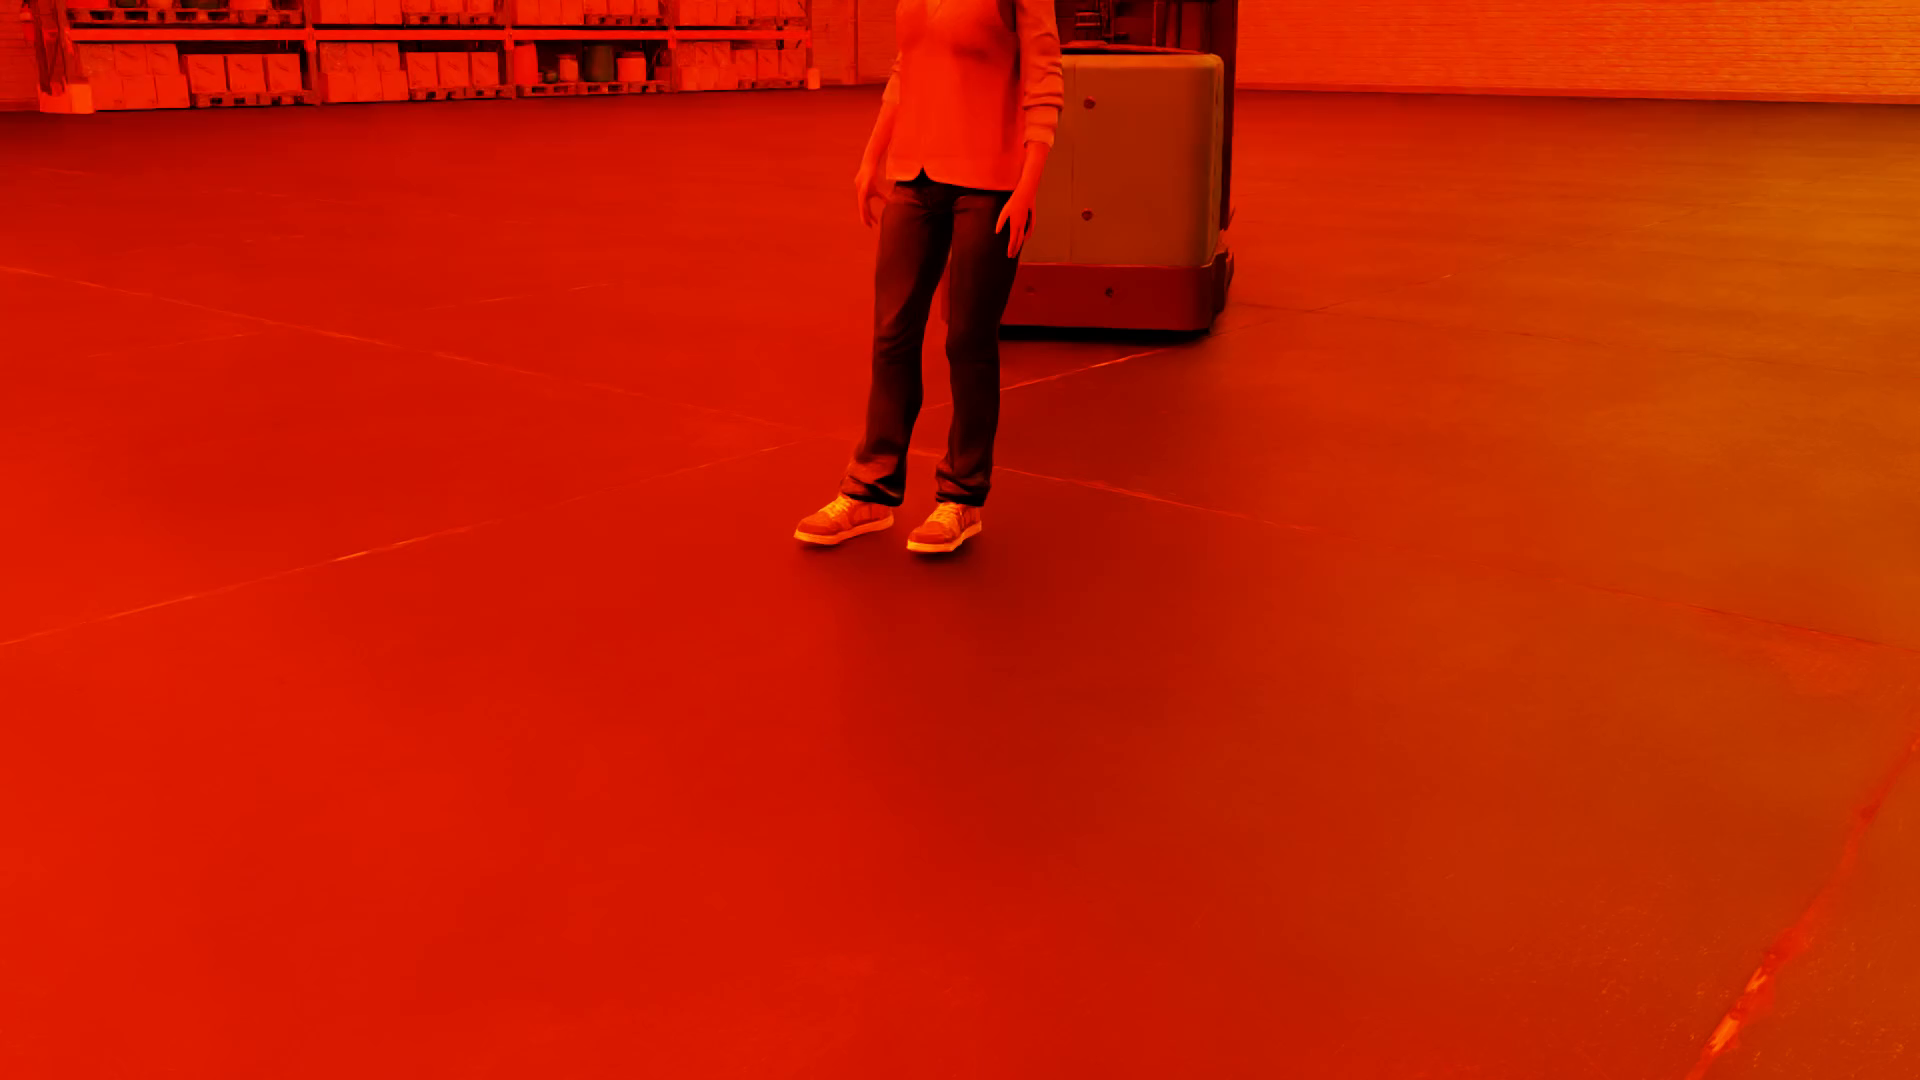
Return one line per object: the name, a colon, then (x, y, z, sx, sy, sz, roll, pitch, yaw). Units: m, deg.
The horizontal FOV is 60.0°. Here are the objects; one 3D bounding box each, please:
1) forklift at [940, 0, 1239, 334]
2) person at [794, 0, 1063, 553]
forklift: (0.711, -2.583, 7.405, 1.130, 2.935, 3.031, 3, 17, 11)
person: (-0.058, -0.757, 3.662, 0.520, 1.597, 0.476, 13, 21, 37)
